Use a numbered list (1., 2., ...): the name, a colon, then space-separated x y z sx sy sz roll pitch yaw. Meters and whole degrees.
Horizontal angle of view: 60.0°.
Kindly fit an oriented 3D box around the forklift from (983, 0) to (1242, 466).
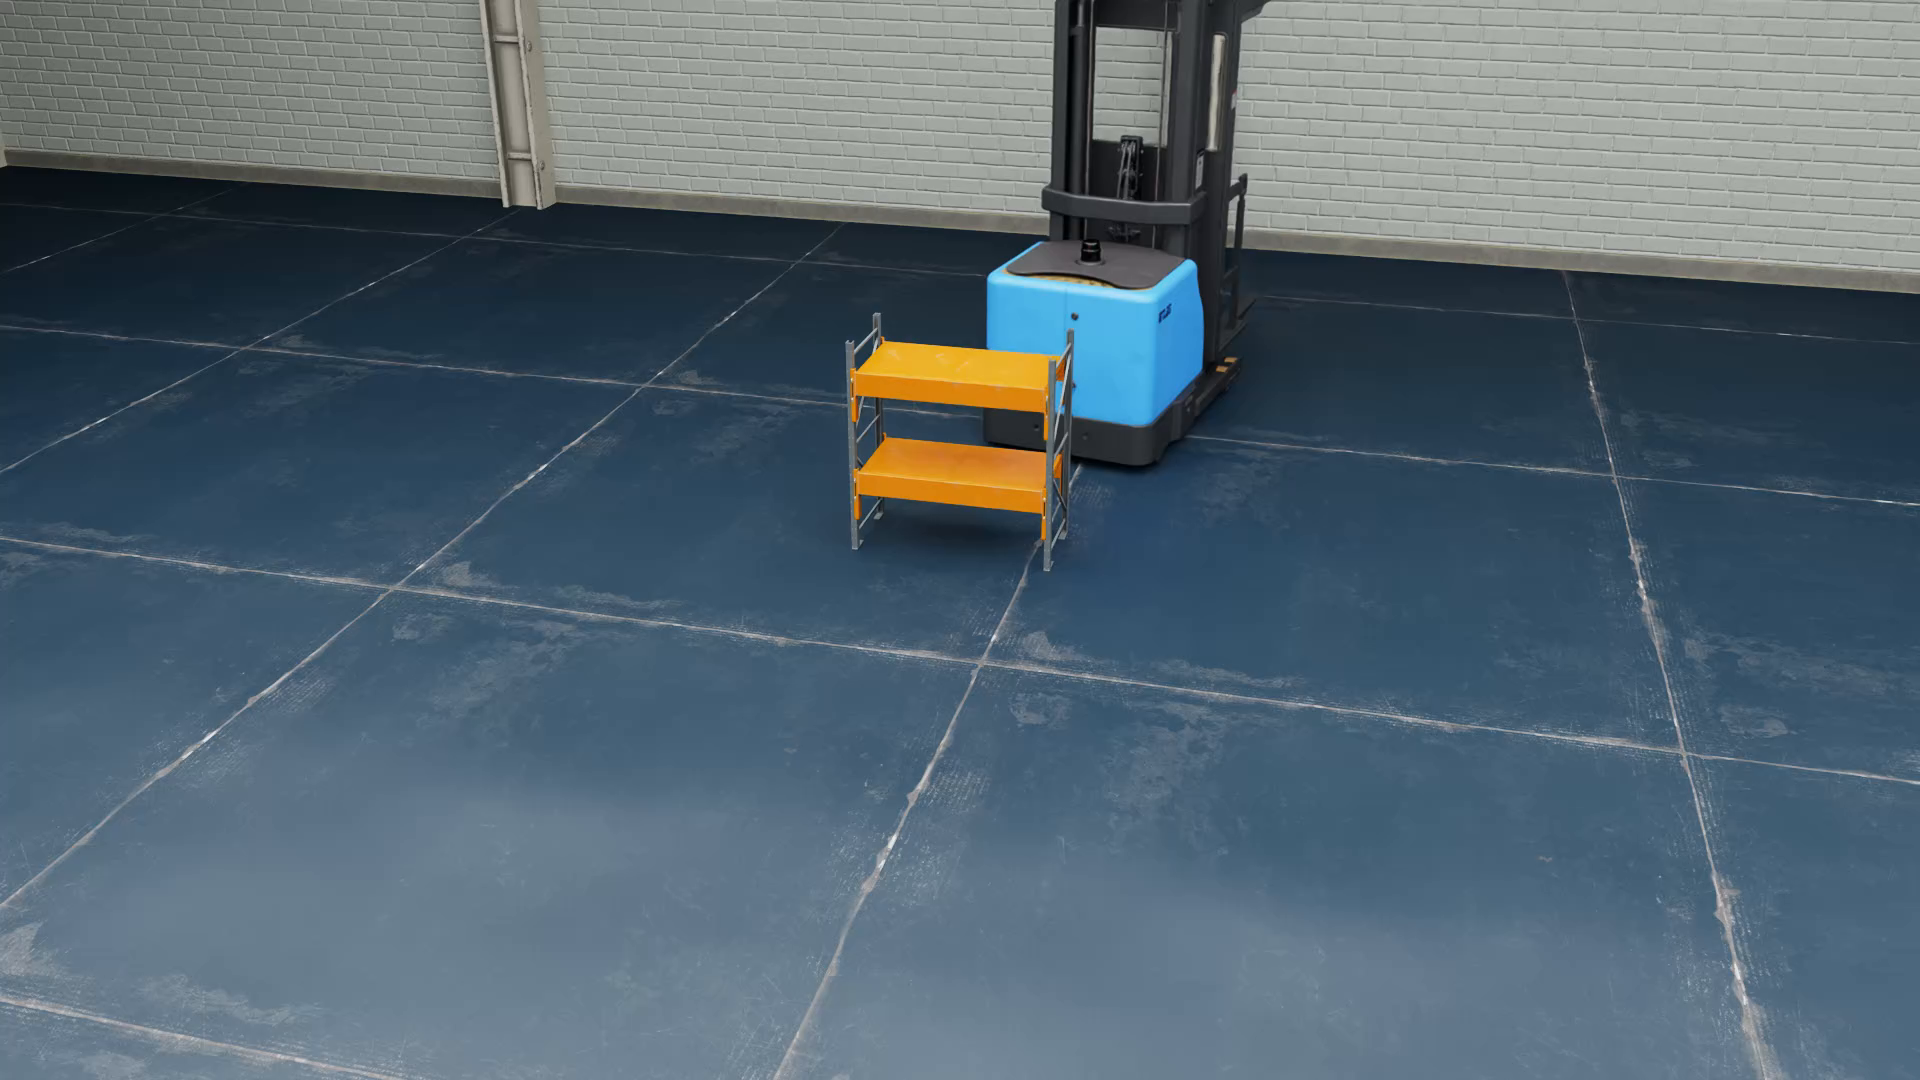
1. forklift: 1.207 -2.352 10.281 1.130 2.935 3.031 11 28 22

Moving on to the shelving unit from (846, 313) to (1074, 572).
1. shelving unit: 0.007 -0.507 8.507 1.048 1.125 0.538 6 26 13

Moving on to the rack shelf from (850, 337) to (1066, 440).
1. rack shelf: 0.007 -0.771 8.381 1.000 0.278 0.538 6 26 13

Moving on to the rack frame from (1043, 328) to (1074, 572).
1. rack frame: 0.499 -0.453 8.392 0.032 1.125 0.500 6 26 13

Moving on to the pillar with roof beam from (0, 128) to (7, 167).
1. pillar with roof beam: -10.809 -5.984 10.850 0.400 9.000 9.100 6 26 13

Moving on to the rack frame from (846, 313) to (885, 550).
1. rack frame: -0.486 -0.562 8.621 0.032 1.125 0.500 6 26 13

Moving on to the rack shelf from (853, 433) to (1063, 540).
1. rack shelf: 0.007 -0.286 8.612 1.000 0.278 0.538 6 26 13

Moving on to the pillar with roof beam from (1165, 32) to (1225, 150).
1. pillar with roof beam: 0.813 -4.699 8.152 0.400 9.000 9.100 6 26 13
